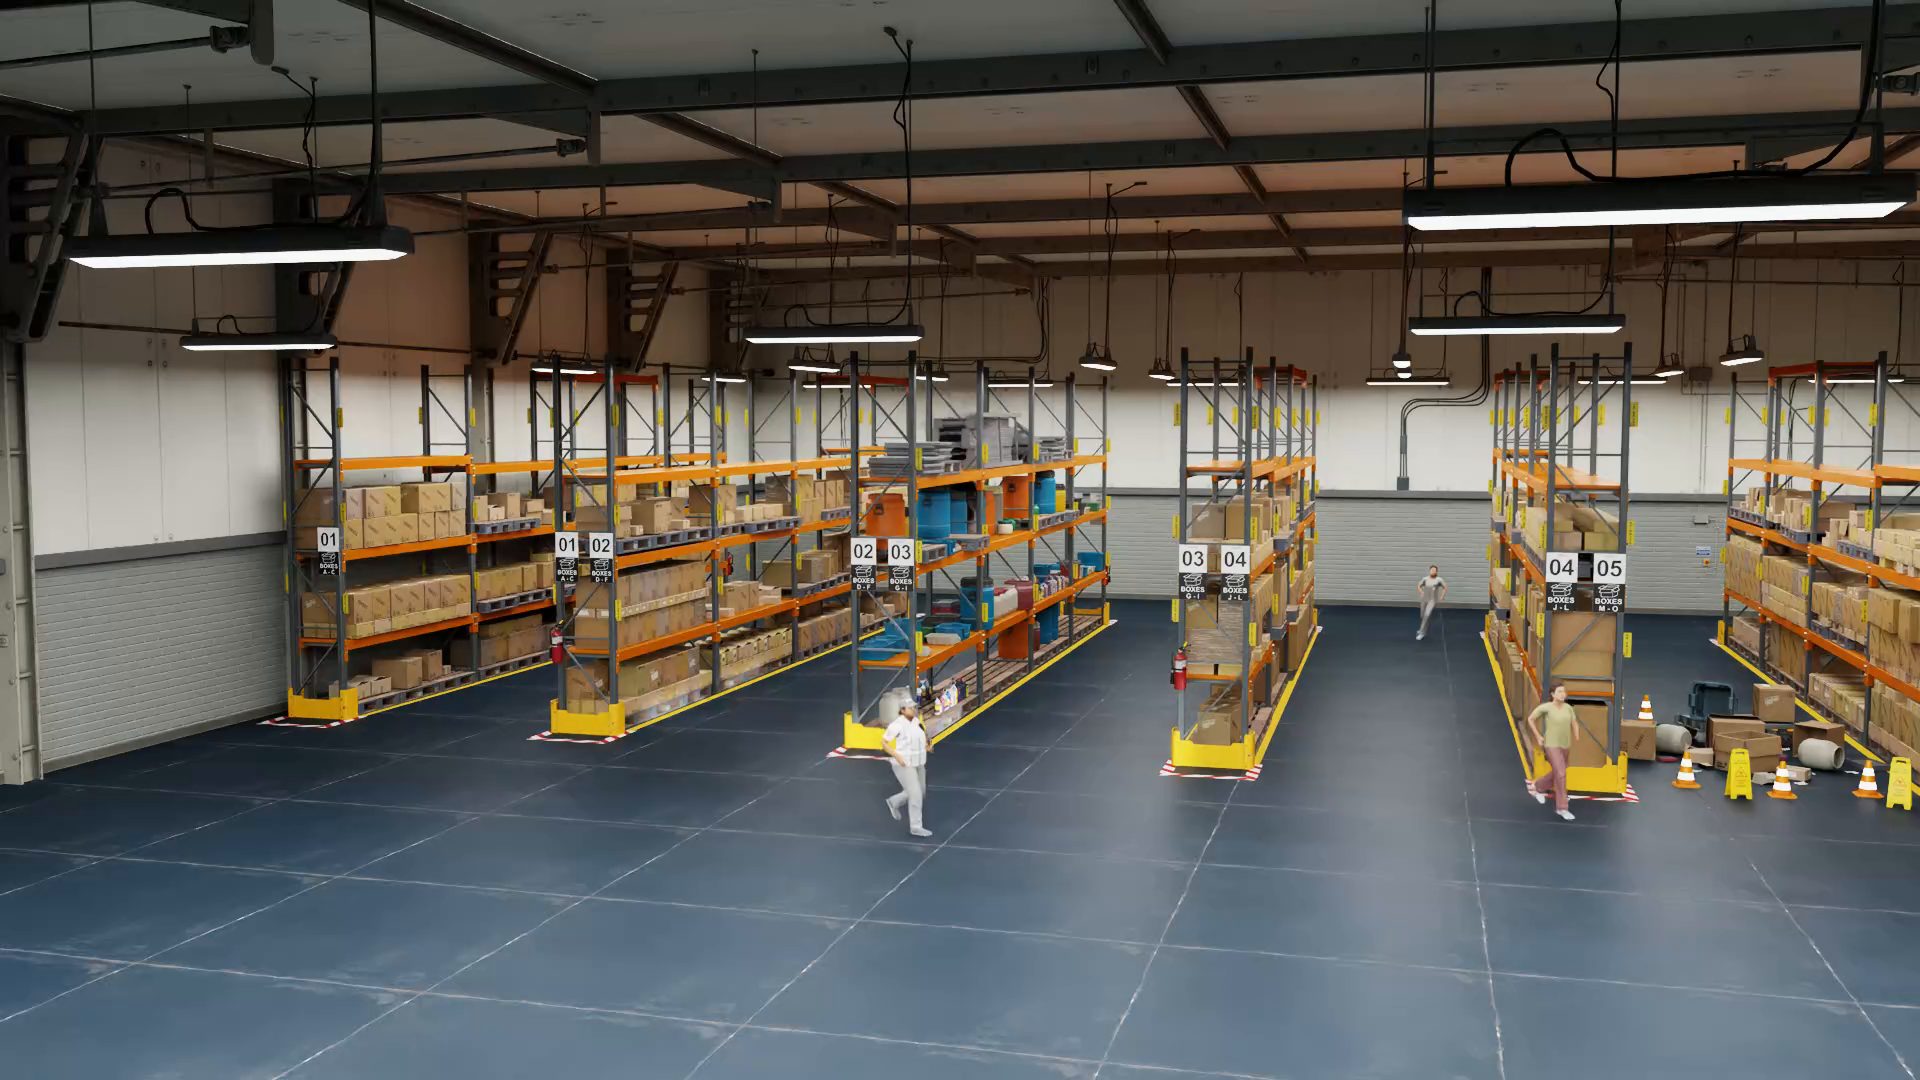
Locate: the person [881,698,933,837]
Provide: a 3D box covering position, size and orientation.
[{"bbox_3d":[-0.640,2.712,20.070,0.813,1.633,0.620,3,5,39],"label":"person"}]

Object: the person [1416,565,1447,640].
[{"bbox_3d":[10.638,1.401,37.667,0.651,1.663,0.922,3,5,32],"label":"person"}]

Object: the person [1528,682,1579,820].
[{"bbox_3d":[7.513,2.621,21.014,0.593,1.671,0.898,-1,4,-18],"label":"person"}]
